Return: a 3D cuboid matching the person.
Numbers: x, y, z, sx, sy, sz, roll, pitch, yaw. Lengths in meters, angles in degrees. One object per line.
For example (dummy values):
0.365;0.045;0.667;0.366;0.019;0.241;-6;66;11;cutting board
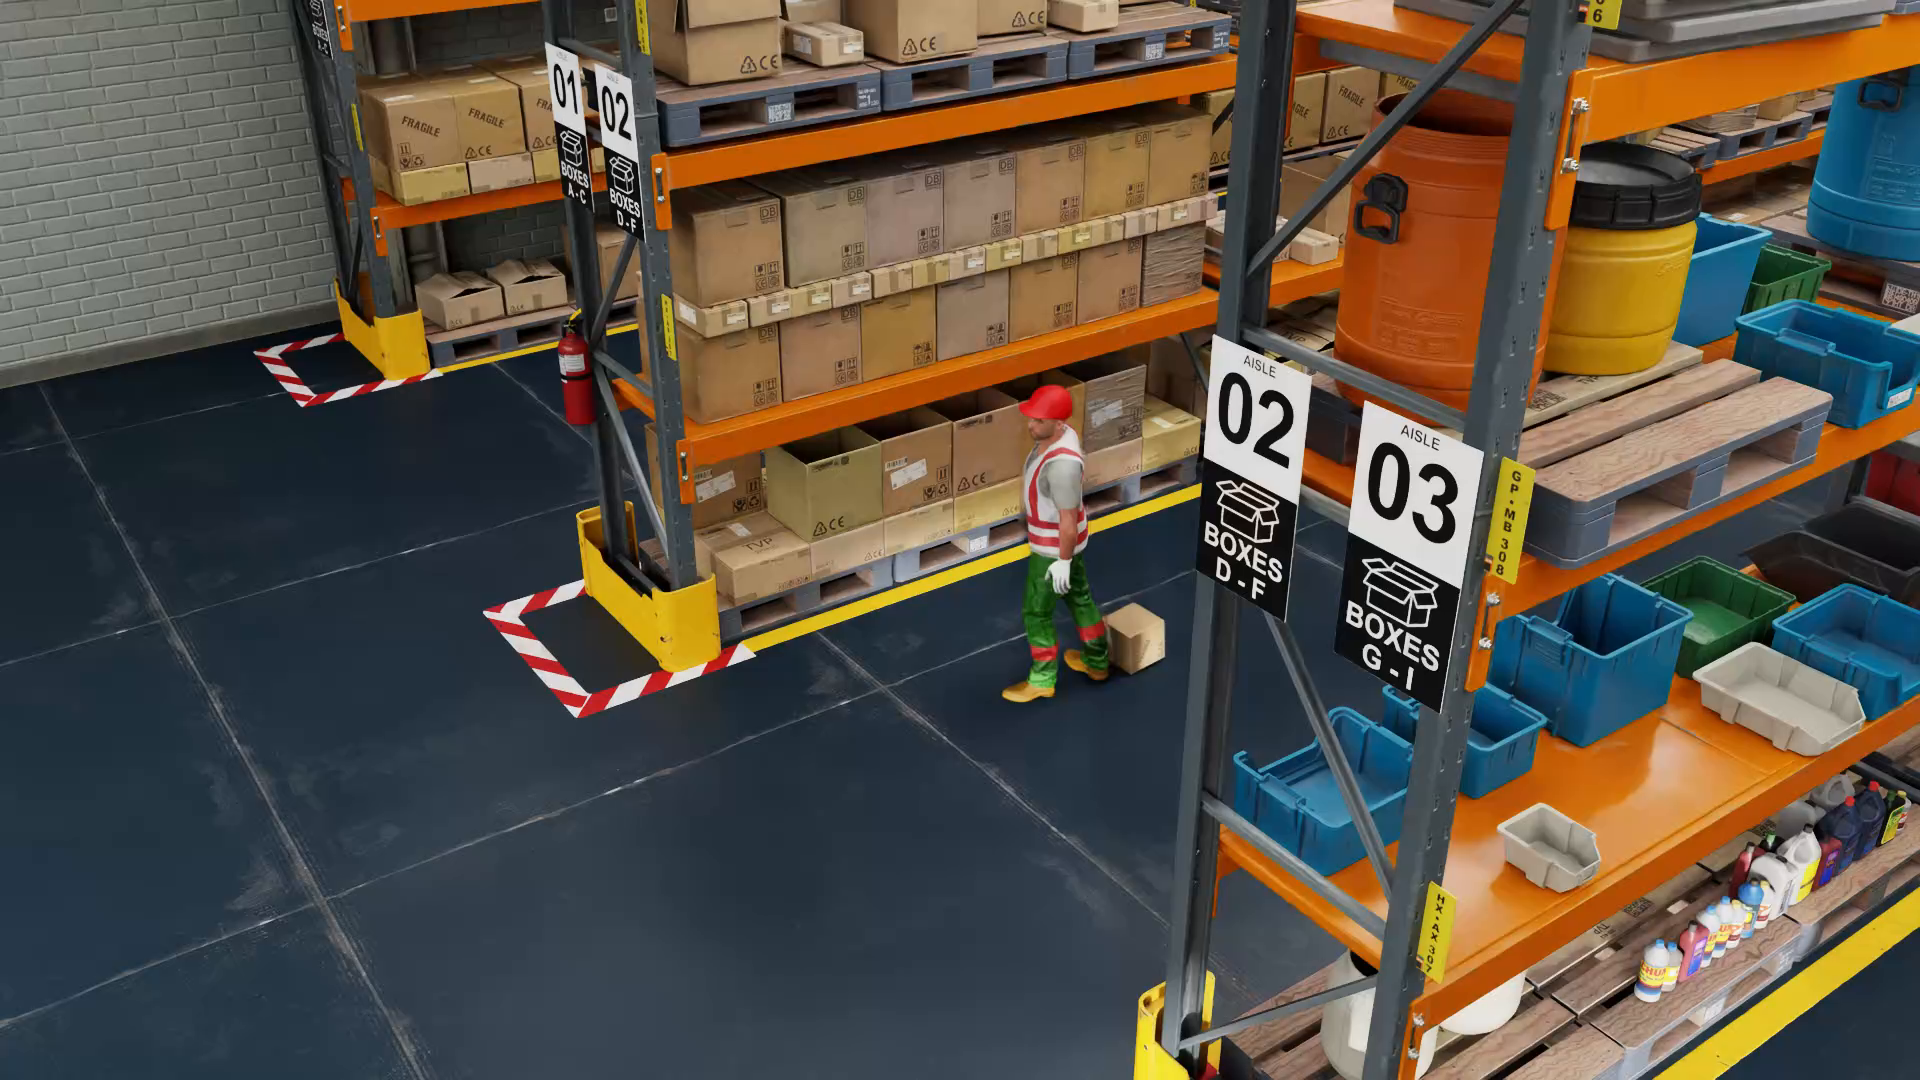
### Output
0.518;0.011;8.580;0.576;1.783;0.563;2;28;3;person
